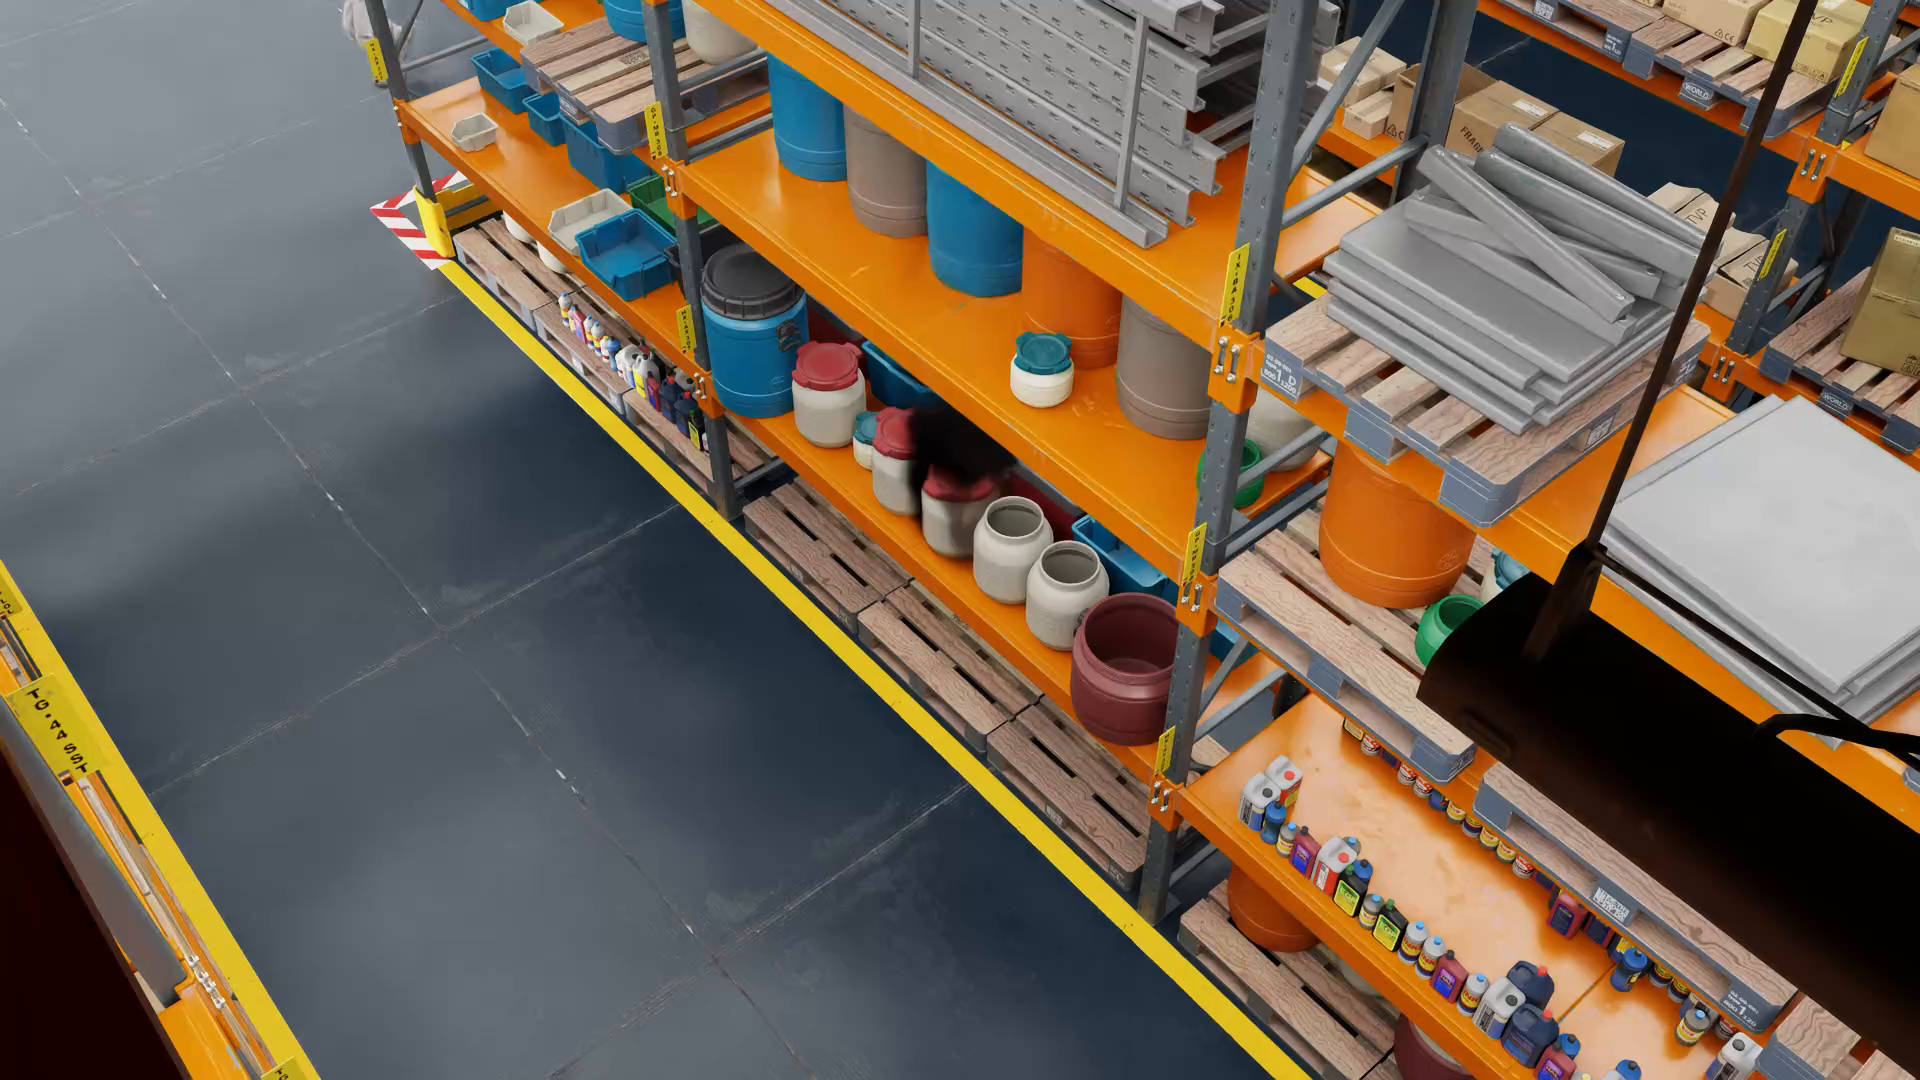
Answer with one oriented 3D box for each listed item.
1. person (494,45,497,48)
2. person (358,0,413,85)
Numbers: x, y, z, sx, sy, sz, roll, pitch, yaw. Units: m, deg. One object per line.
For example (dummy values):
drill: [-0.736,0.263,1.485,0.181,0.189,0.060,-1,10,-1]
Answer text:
person: [-3.558,-4.063,13.608,0.850,1.840,0.693,-1,46,0]
person: [-5.103,-4.721,14.272,0.594,1.735,0.661,-16,49,-15]
